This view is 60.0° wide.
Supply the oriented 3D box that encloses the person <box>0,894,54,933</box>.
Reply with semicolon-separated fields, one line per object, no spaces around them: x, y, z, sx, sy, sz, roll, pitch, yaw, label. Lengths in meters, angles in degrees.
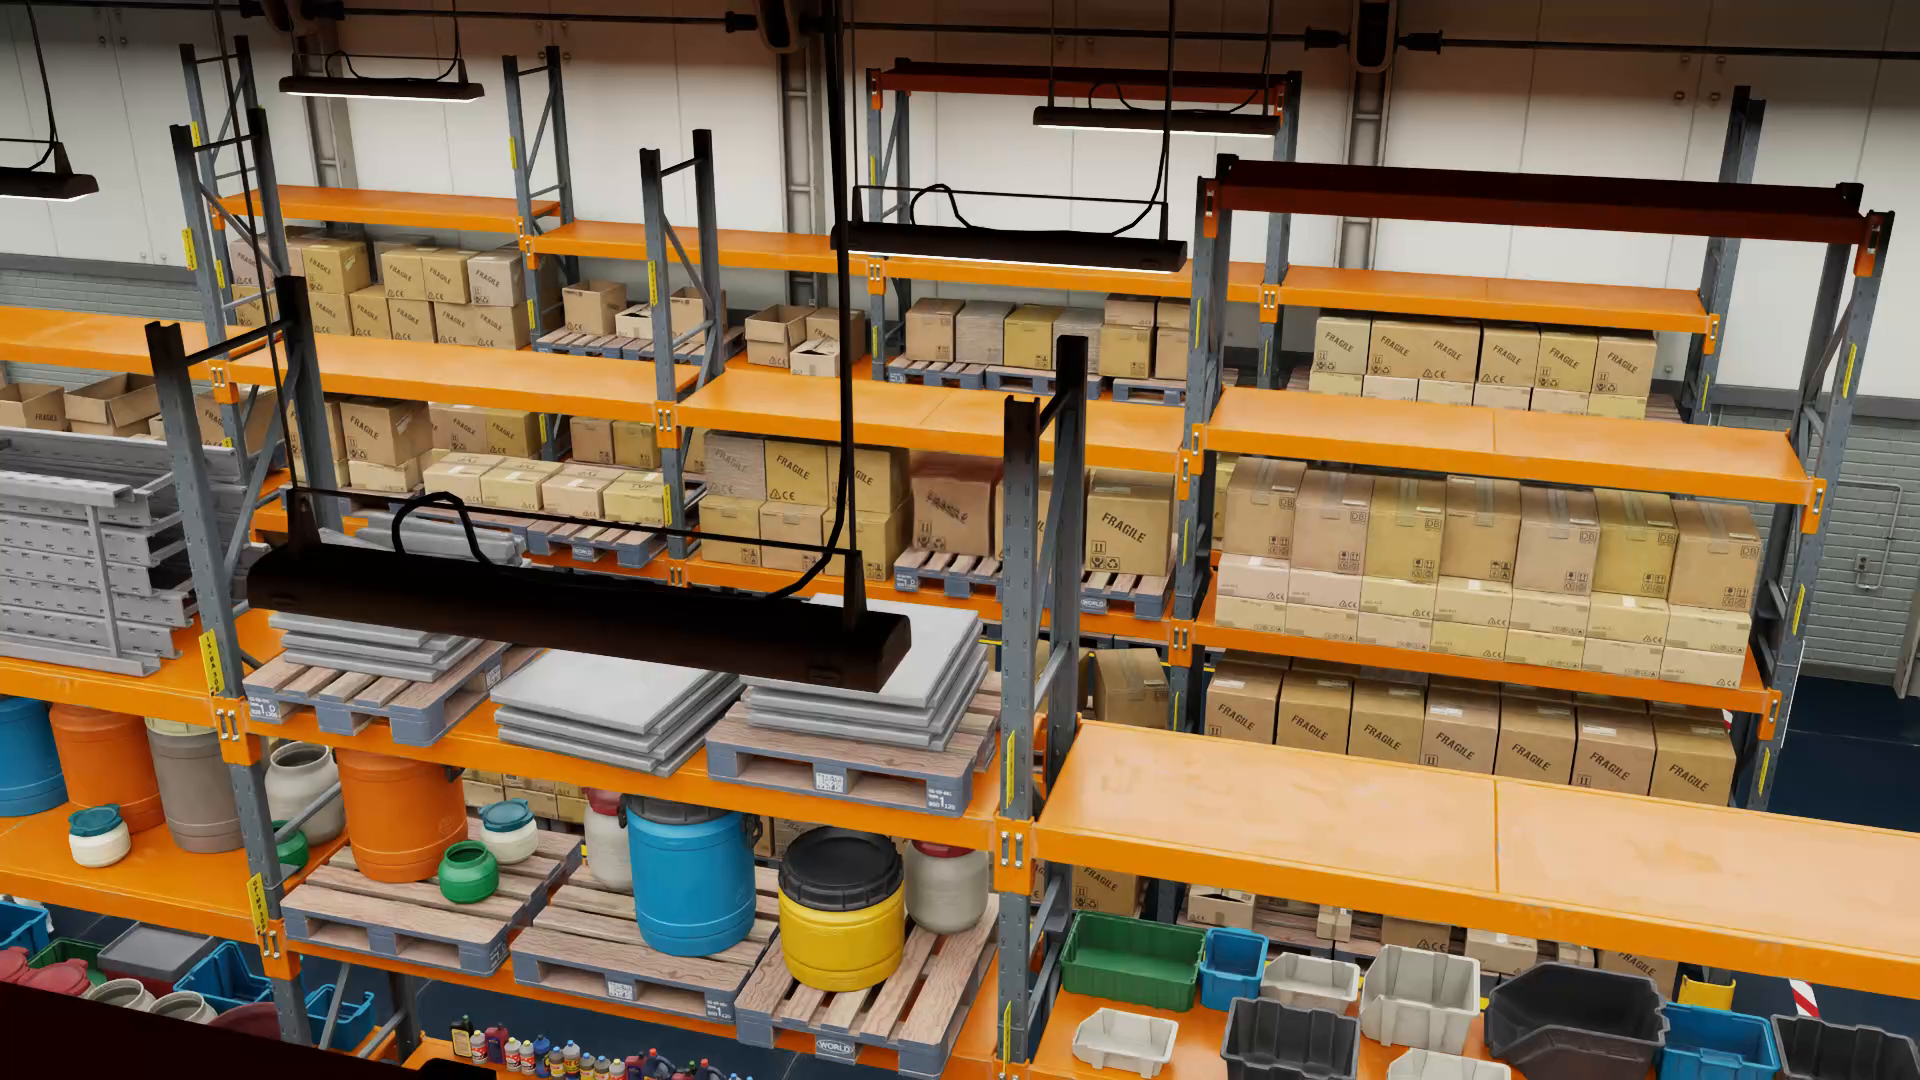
-7.561;2.303;13.061;0.860;1.655;0.472;9;24;21;person
